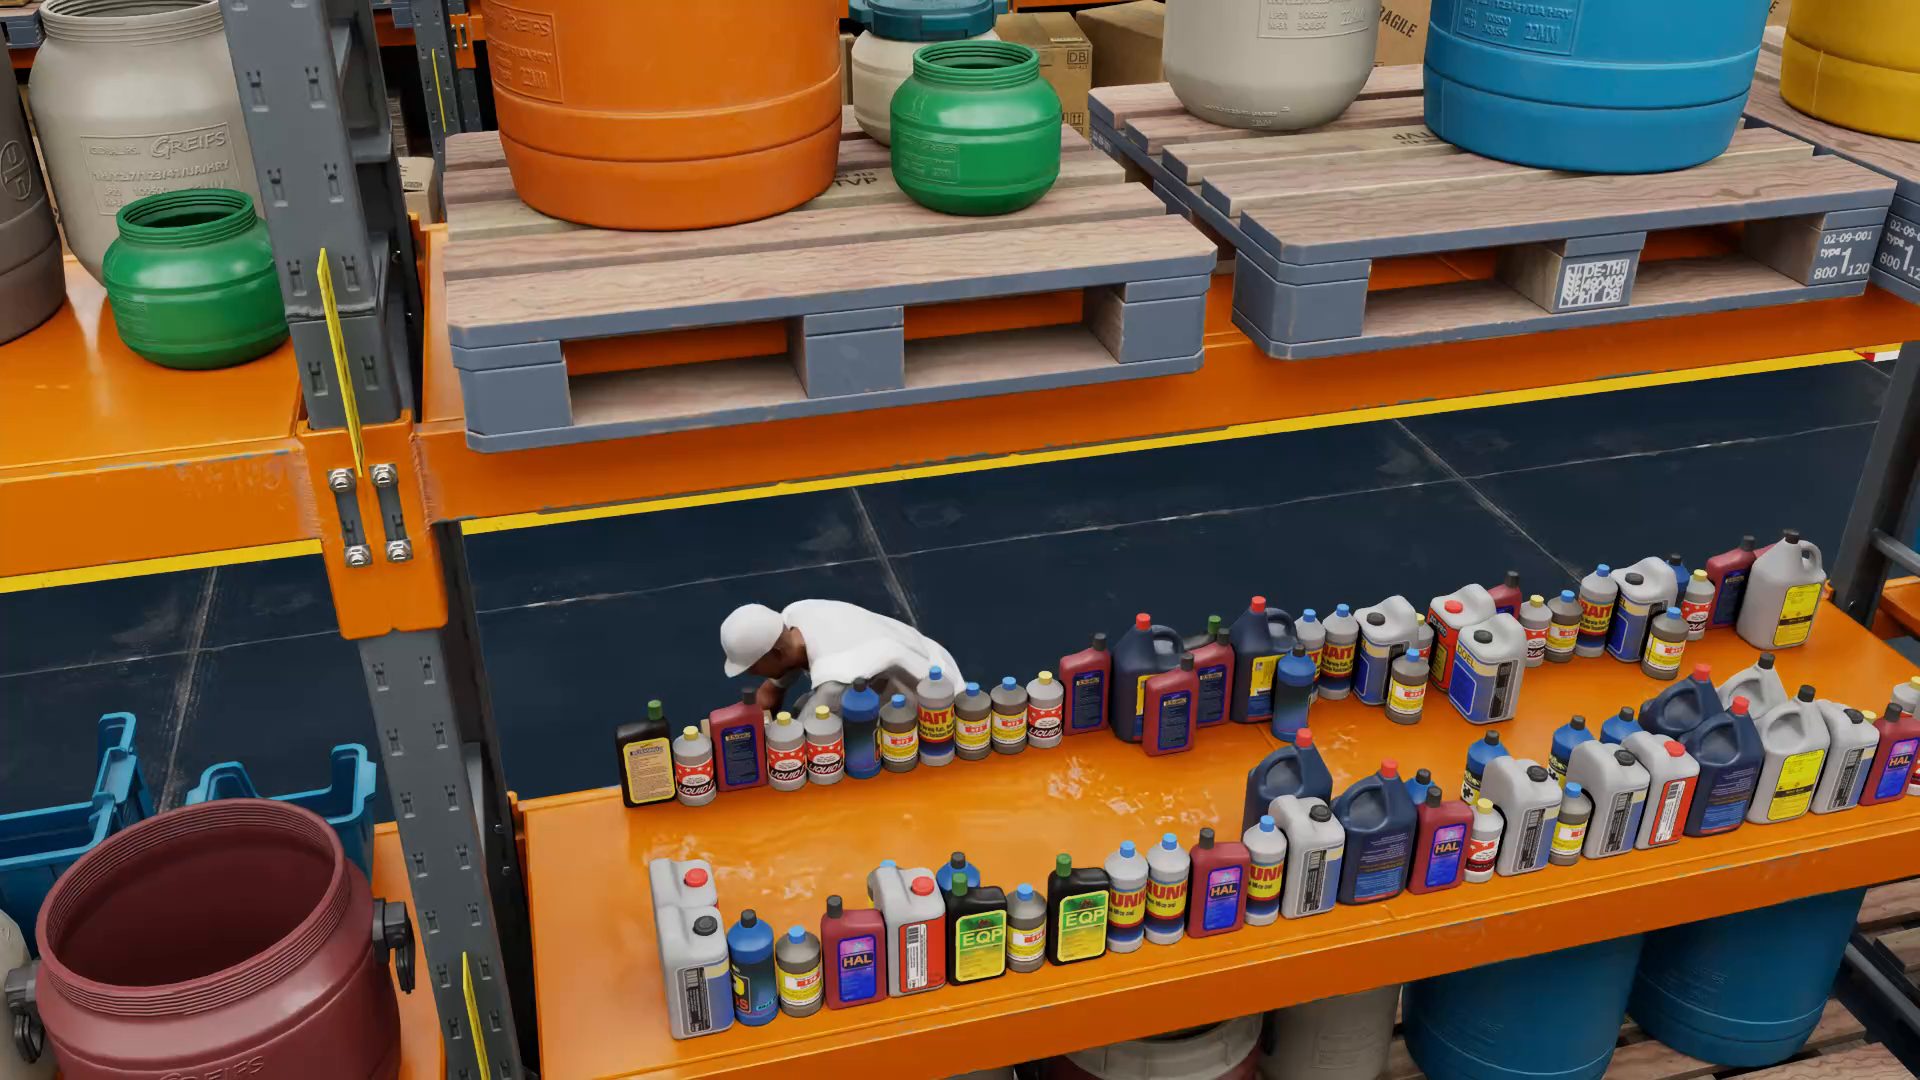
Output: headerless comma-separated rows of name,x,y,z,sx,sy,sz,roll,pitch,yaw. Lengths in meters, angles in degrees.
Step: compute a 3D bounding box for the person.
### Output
person,-0.414,0.605,5.847,0.919,1.005,0.578,-7,31,-12
